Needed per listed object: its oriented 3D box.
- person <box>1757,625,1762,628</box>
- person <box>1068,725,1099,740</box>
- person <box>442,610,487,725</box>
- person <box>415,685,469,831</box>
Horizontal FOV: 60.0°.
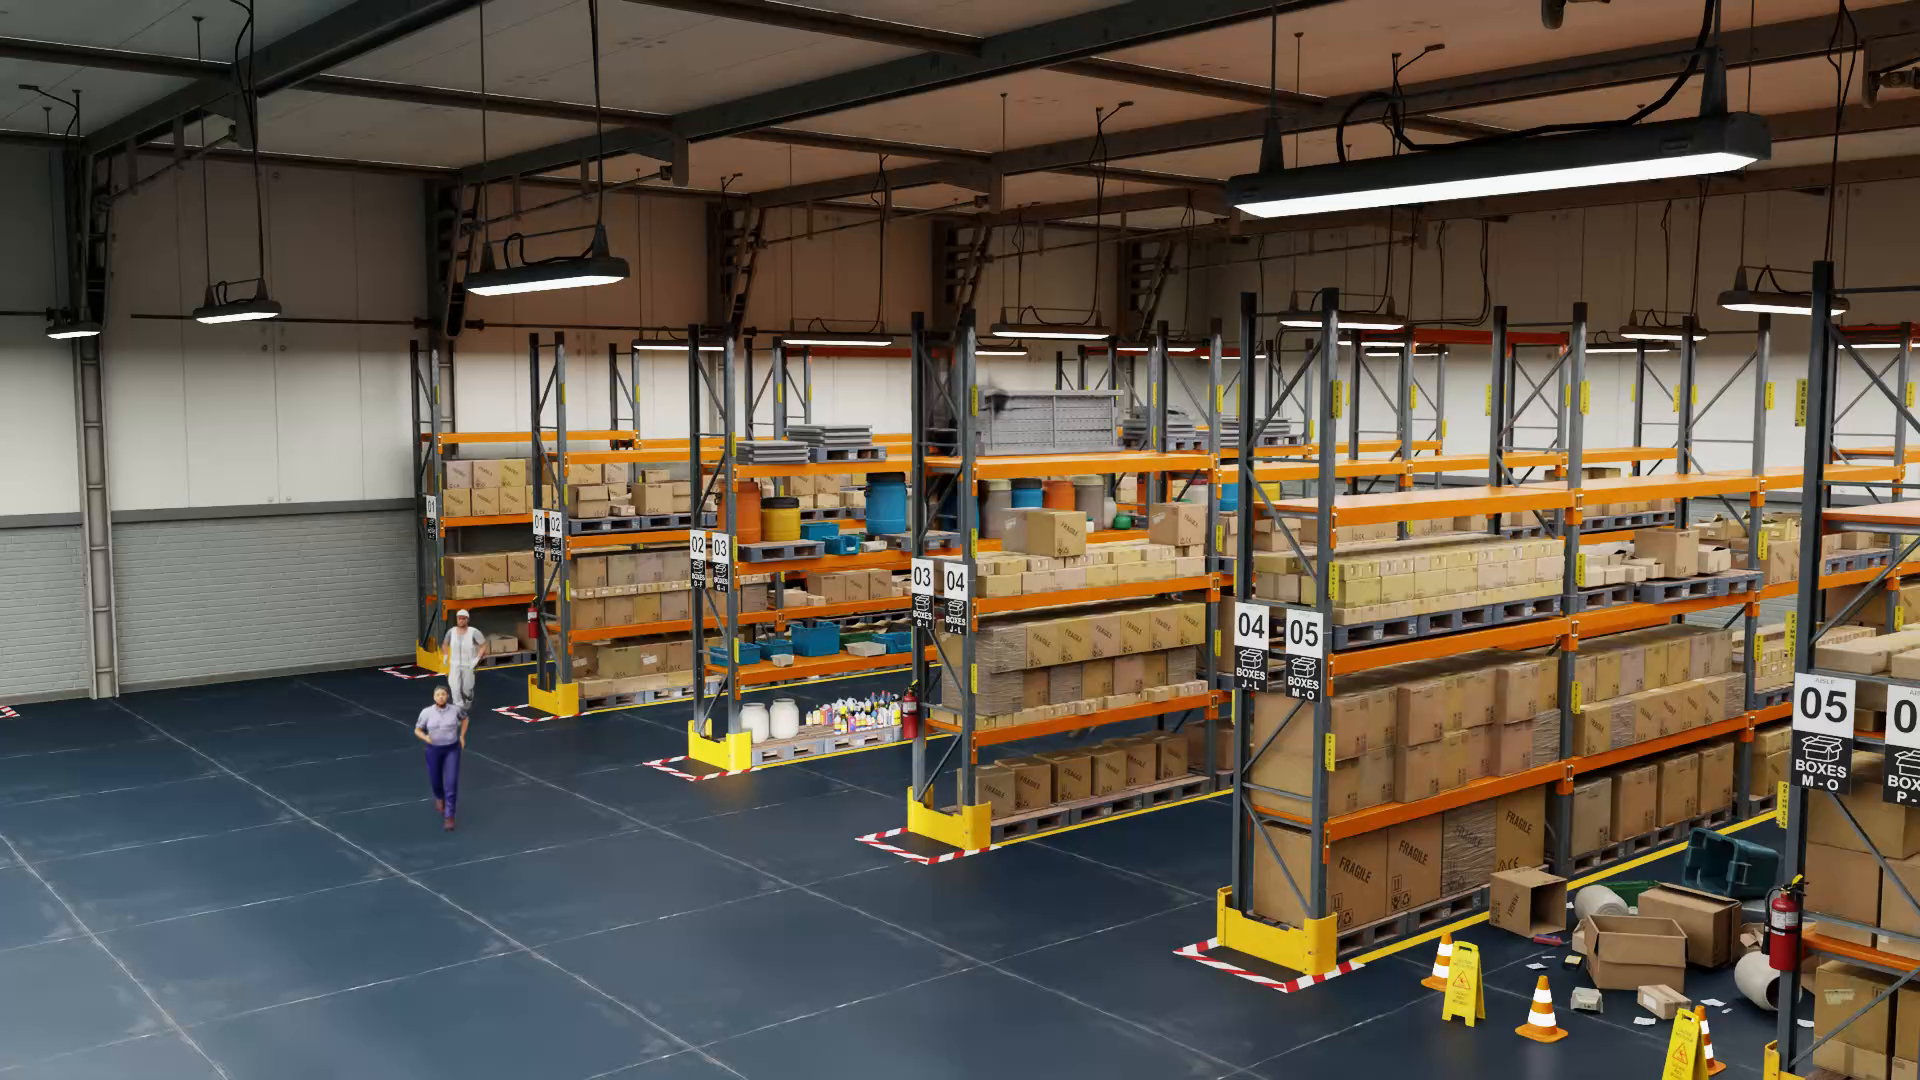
[{"bbox_3d":[11.713,2.056,24.556,0.616,1.674,0.589,-4,7,-36],"label":"person"},{"bbox_3d":[1.742,1.947,23.164,0.710,1.600,0.972,4,7,38],"label":"person"},{"bbox_3d":[-7.638,1.937,25.648,0.692,1.769,0.750,0,5,-5],"label":"person"},{"bbox_3d":[-6.108,2.525,19.628,0.611,1.647,0.936,-1,5,-15],"label":"person"}]
